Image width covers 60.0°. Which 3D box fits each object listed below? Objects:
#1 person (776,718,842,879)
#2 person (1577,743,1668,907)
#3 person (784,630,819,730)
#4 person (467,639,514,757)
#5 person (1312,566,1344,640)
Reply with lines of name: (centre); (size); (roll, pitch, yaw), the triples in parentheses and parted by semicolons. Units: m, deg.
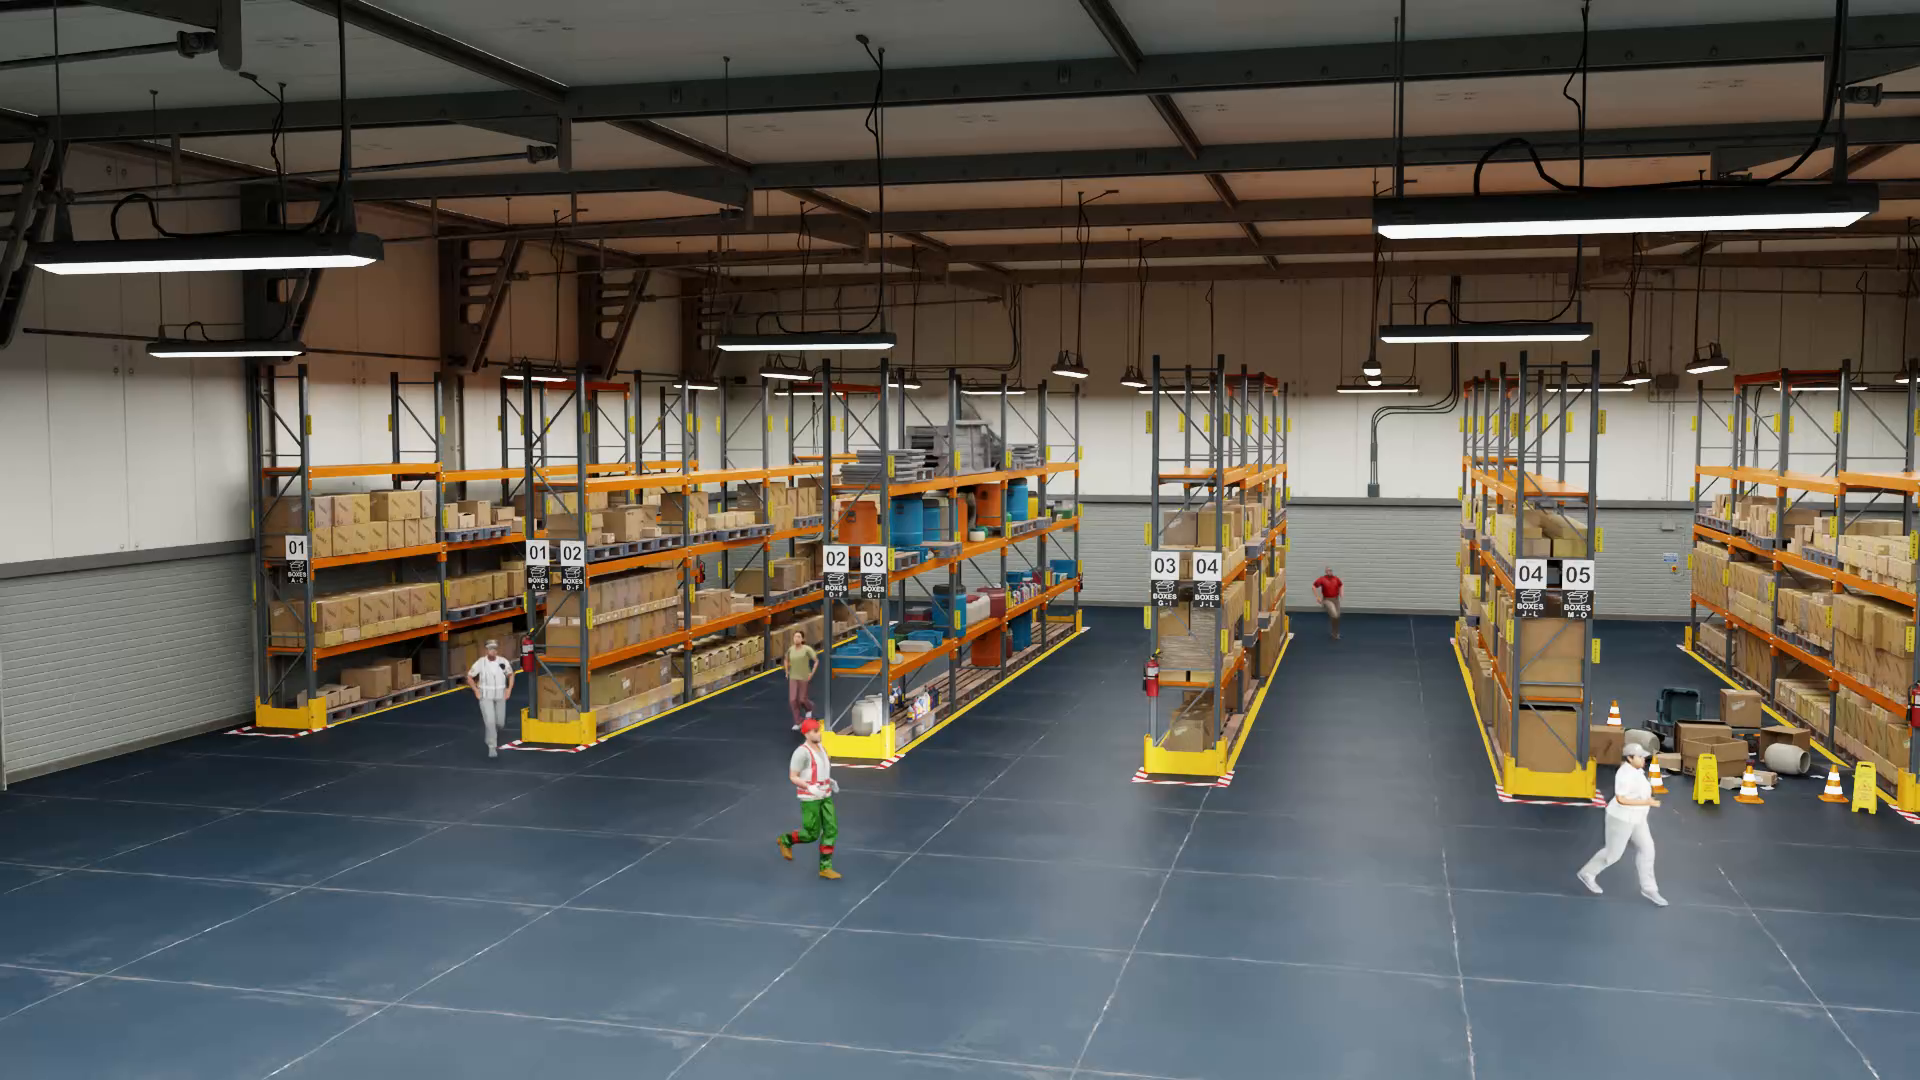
person: (-1.649, 2.852, 18.469); (0.831, 1.758, 0.666); (2, 5, 31)
person: (6.987, 2.960, 17.501); (0.568, 1.684, 0.901); (-4, 6, -45)
person: (-2.632, 2.294, 27.558); (0.605, 1.633, 0.642); (1, 4, 12)
person: (-7.164, 2.391, 25.430); (0.701, 1.770, 0.738); (-2, 5, -31)
person: (8.681, 1.486, 39.000); (0.735, 1.759, 0.700); (-1, 4, -20)
